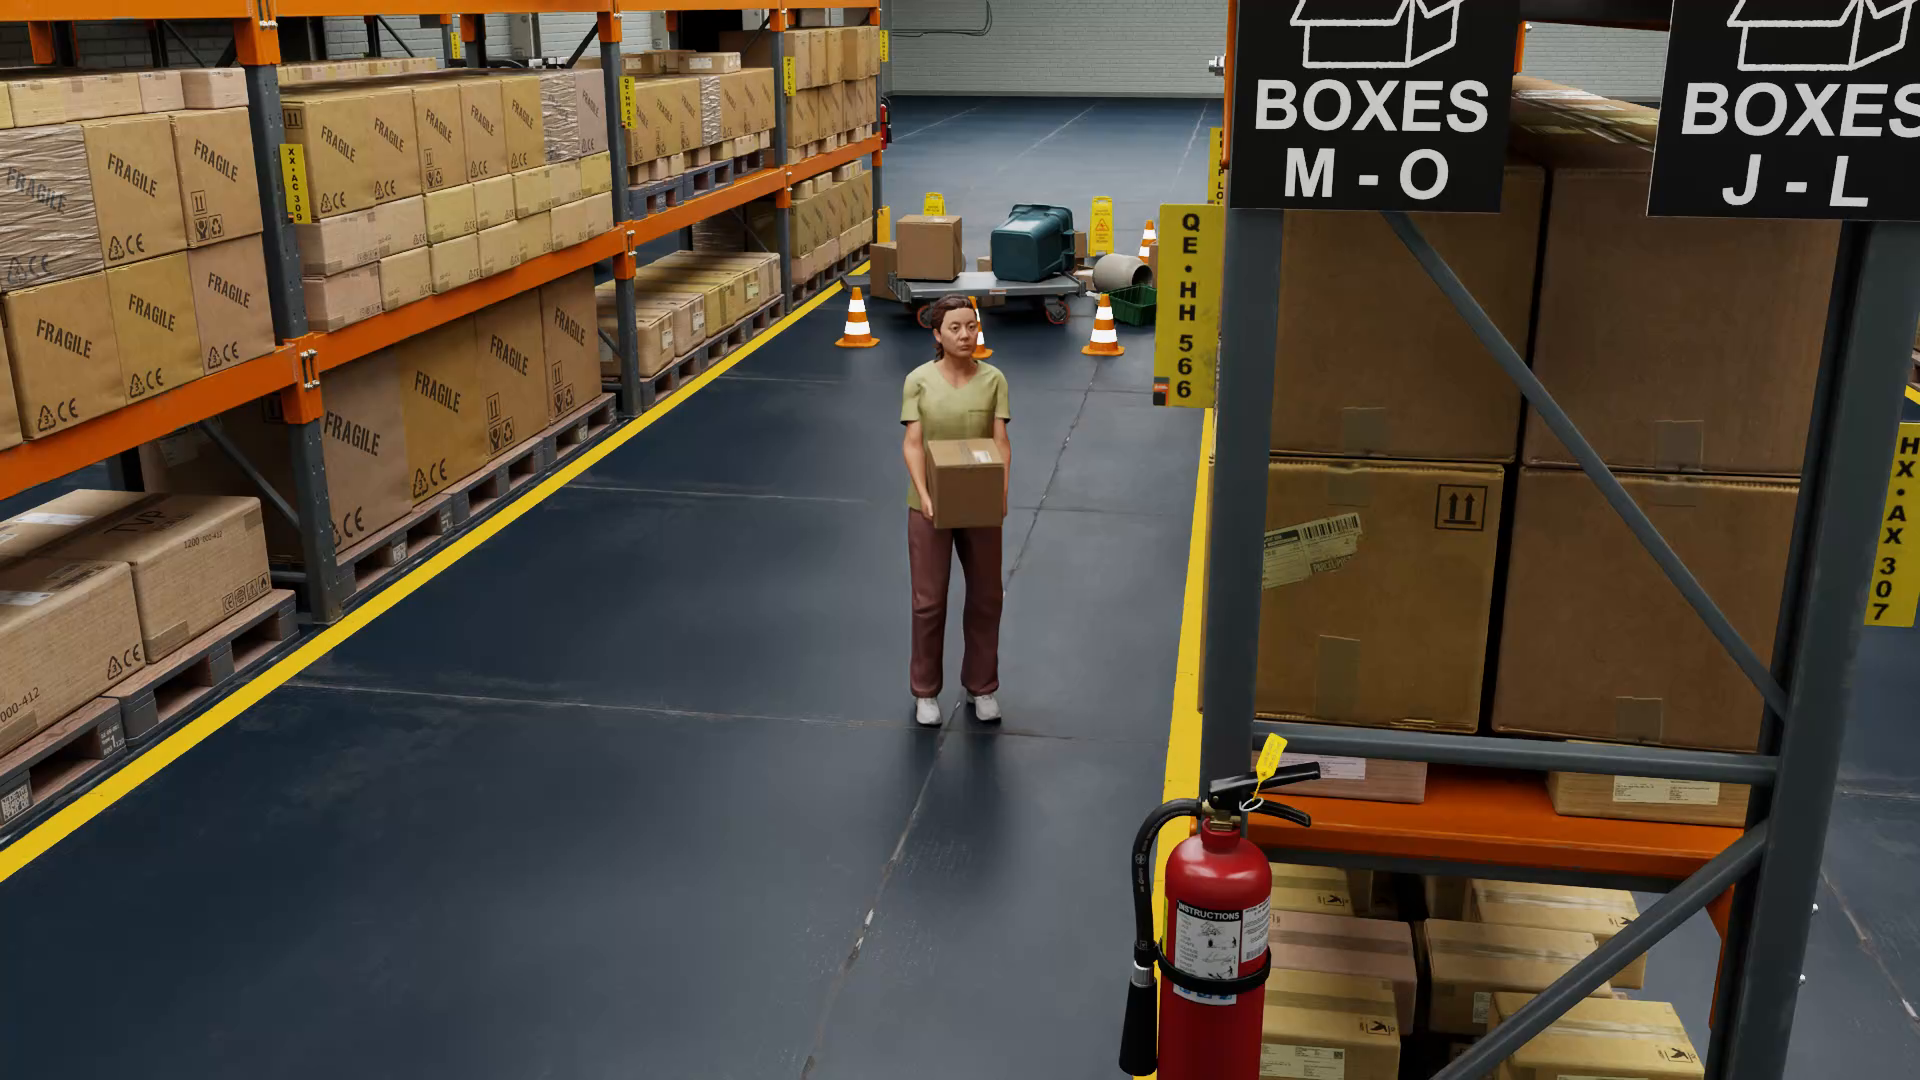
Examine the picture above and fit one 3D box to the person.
[{"bbox_3d":[-0.008,-0.090,6.364,0.425,1.658,0.561,-3,18,-8],"label":"person"}]
